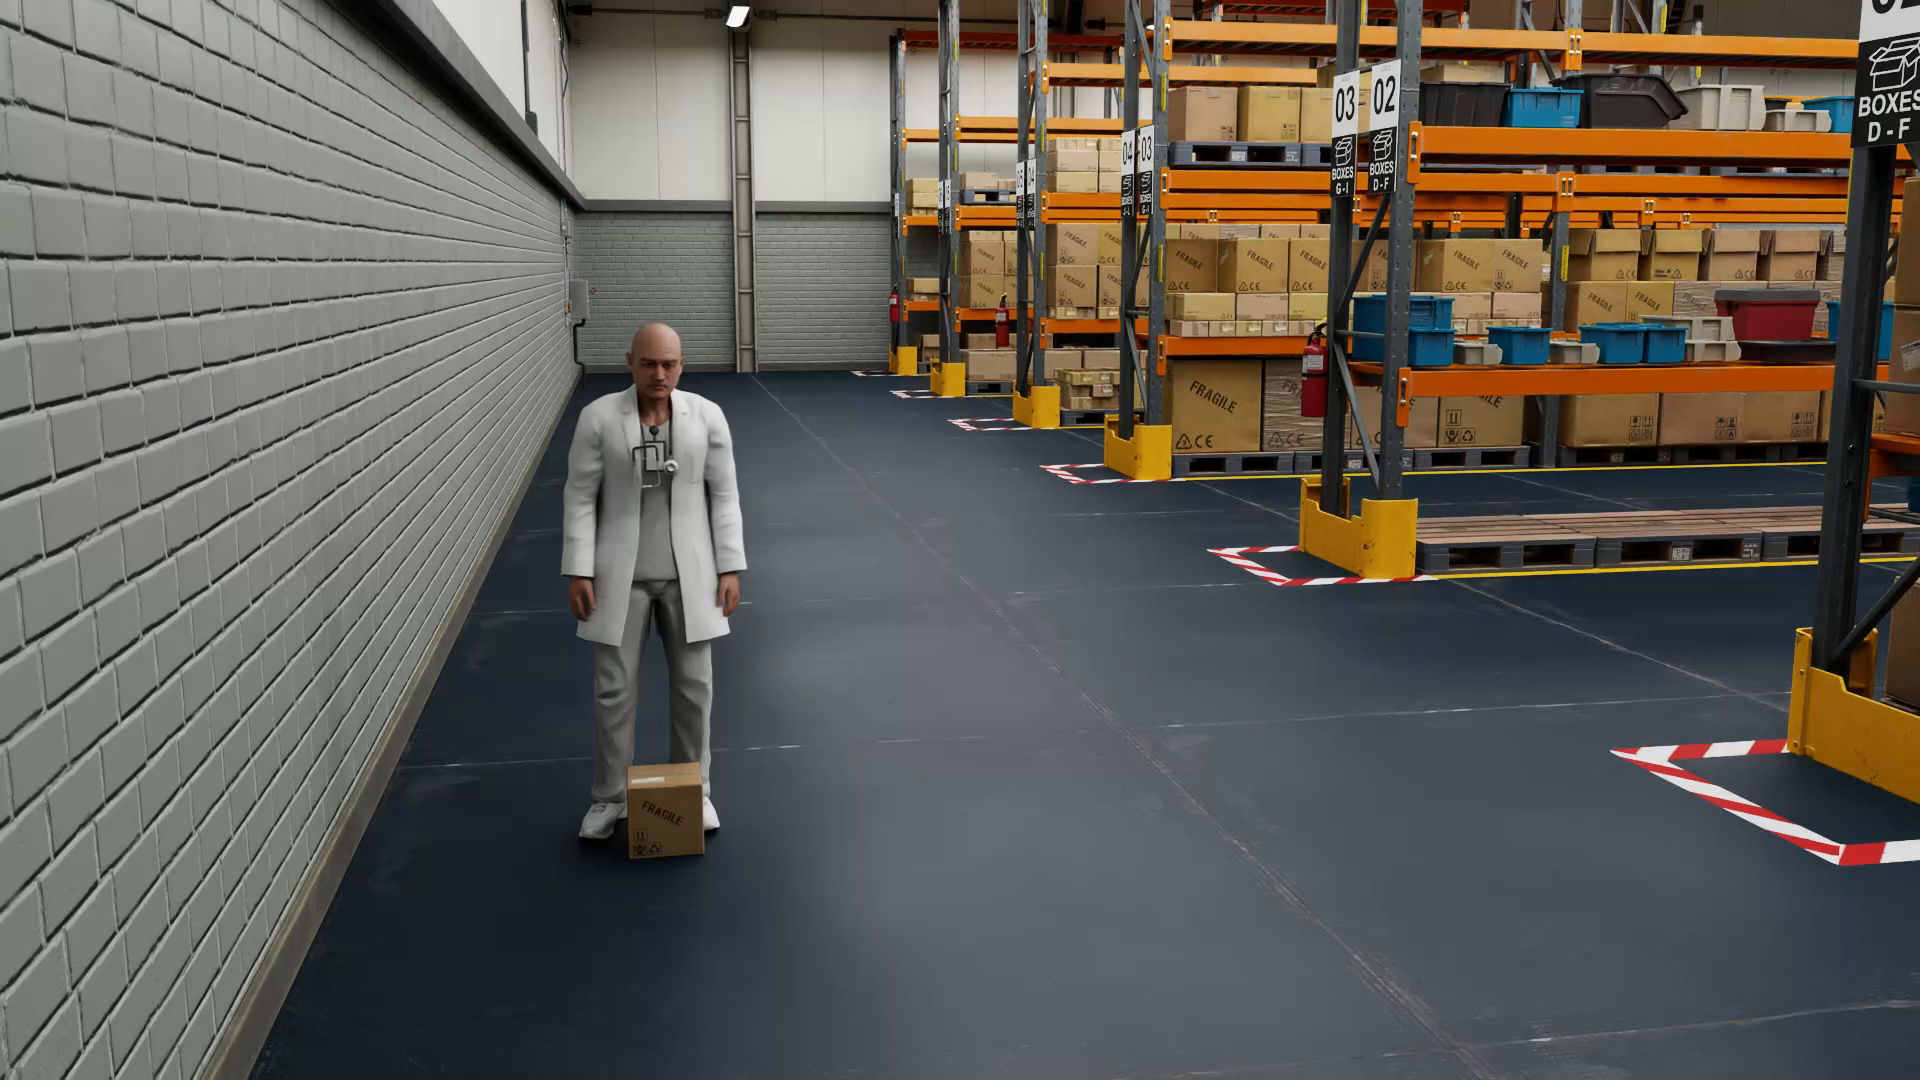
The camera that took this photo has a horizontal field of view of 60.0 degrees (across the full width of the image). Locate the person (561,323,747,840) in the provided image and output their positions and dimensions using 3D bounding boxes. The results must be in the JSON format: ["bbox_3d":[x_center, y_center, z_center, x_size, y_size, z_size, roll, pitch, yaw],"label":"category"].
[{"bbox_3d":[-1.064,0.133,5.806,0.642,1.772,0.428,-2,10,-14],"label":"person"}]
